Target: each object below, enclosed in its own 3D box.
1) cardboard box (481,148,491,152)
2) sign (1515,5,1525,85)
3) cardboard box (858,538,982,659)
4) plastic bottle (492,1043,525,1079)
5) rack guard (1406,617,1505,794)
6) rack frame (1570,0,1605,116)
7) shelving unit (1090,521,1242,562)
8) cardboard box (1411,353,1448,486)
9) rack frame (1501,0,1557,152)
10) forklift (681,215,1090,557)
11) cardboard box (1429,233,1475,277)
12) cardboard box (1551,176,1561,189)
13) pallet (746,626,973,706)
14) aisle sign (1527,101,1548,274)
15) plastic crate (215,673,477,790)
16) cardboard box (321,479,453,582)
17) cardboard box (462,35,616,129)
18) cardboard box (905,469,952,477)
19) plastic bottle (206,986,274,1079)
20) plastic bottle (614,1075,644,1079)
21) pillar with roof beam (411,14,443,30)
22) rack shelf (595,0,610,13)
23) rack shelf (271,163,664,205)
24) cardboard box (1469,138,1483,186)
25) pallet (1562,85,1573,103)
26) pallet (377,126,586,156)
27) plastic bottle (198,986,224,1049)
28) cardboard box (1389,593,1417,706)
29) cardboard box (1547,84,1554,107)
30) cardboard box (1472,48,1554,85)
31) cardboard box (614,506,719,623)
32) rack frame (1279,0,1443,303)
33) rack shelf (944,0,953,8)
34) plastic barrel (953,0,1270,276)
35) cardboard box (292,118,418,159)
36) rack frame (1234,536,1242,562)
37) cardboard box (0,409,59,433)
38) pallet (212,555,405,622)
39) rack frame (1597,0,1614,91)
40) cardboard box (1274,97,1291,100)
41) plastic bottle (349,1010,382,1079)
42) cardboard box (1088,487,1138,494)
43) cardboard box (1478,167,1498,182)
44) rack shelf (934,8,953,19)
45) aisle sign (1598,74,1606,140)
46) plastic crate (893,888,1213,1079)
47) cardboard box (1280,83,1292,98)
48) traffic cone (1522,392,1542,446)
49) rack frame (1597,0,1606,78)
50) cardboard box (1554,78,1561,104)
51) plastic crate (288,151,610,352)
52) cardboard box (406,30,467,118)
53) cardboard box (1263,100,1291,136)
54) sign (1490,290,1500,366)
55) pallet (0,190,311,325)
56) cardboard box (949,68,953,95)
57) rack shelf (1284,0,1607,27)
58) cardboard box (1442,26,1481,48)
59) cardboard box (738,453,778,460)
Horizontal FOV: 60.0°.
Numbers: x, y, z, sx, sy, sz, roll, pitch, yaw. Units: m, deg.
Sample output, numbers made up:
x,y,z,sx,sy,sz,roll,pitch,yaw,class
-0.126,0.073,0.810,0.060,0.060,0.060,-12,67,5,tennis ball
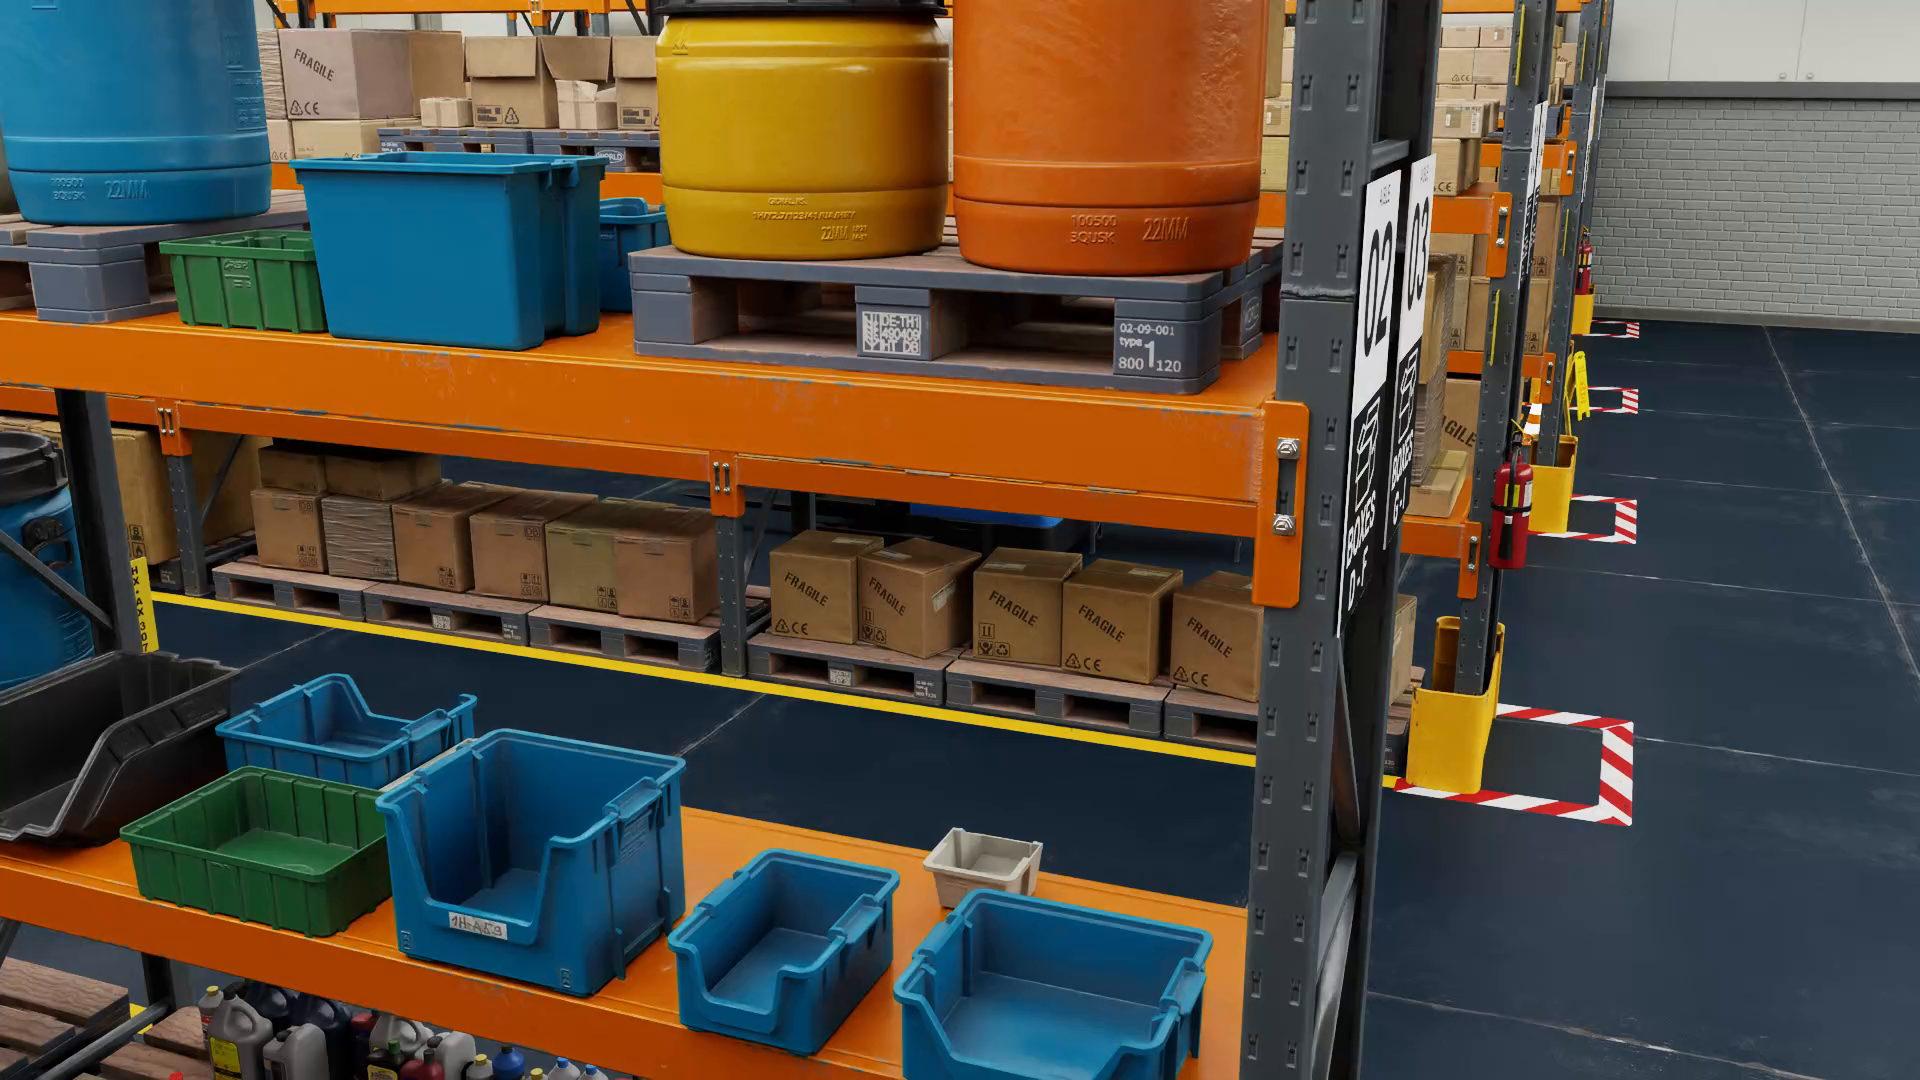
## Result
x,y,z,sx,sy,sz,roll,pitch,yaw,class
-5.935,-4.733,21.125,0.500,0.500,0.500,6,17,20,cardboard box
2.379,-2.100,7.060,0.005,0.325,0.100,6,17,21,sign
-0.226,0.321,9.418,0.500,0.500,0.500,13,21,38,cardboard box
-1.388,1.675,5.129,0.097,0.271,0.097,0,16,0,plastic bottle
2.531,0.816,8.466,0.348,0.500,1.175,6,17,21,rack guard
4.515,-4.534,11.650,0.127,3.000,1.000,6,17,21,rack frame
1.485,-0.661,11.759,1.048,1.500,0.538,3,16,11,shelving unit
2.100,-0.631,8.253,0.500,0.500,0.875,6,17,21,cardboard box
2.602,-3.258,7.254,0.127,3.000,1.000,6,17,21,rack frame
-0.585,-1.473,11.990,3.031,2.935,1.130,6,17,21,forklift
3.639,-2.324,12.591,0.550,0.550,0.875,6,17,21,cardboard box
7.630,-4.557,21.147,0.250,0.149,0.380,7,17,21,cardboard box
-0.482,0.613,9.684,1.213,0.211,1.003,6,17,21,pallet
2.769,-1.696,7.974,0.004,0.787,0.394,6,17,21,aisle sign
-1.808,0.613,4.949,0.616,0.251,0.499,6,17,21,plastic crate
-3.689,-0.089,10.794,0.500,0.500,0.700,5,17,16,cardboard box
-2.397,-2.647,9.594,0.637,0.503,0.797,7,18,23,cardboard box
-0.106,-0.458,8.823,0.250,0.149,0.380,6,17,21,cardboard box
-2.285,1.588,5.285,0.185,0.351,0.144,6,17,21,plastic bottle
-0.992,1.707,4.996,0.133,0.283,0.061,7,17,22,plastic bottle
-10.586,-8.145,24.090,0.400,9.000,9.100,6,17,21,pillar with roof beam
-1.066,-4.610,13.920,4.000,0.370,1.077,6,17,21,rack shelf
-2.980,-2.085,9.887,4.000,0.370,1.077,6,17,21,rack shelf
2.248,-1.861,8.094,0.500,0.250,0.500,7,18,22,cardboard box
7.407,-5.712,21.246,1.213,0.211,1.003,6,17,21,pallet
-2.621,-2.332,9.783,1.003,0.211,1.213,6,17,21,pallet
-2.485,1.588,5.555,0.097,0.201,0.097,0,16,0,plastic bottle
2.027,0.554,8.616,0.500,0.500,0.500,10,19,31,cardboard box
4.082,-3.168,11.845,0.250,0.149,0.380,6,17,21,cardboard box
3.958,-3.391,11.898,0.500,0.250,0.500,7,17,21,cardboard box
-1.683,0.135,10.023,0.500,0.500,0.700,5,17,16,cardboard box
0.784,-1.973,2.829,0.127,3.000,1.000,6,17,21,rack frame
0.656,-5.904,18.378,4.000,0.370,1.077,6,17,21,rack shelf
0.286,-0.957,3.187,0.708,0.830,0.600,6,17,21,plastic barrel
-3.537,-2.347,9.765,0.500,0.250,0.500,7,17,22,cardboard box
1.984,-0.633,11.663,0.032,1.500,0.500,3,16,11,rack frame
-6.301,-0.545,11.730,0.875,0.875,1.225,6,17,21,cardboard box
-4.114,0.225,11.022,1.213,0.211,1.003,6,17,21,pallet
8.056,-7.116,20.543,0.127,3.000,1.000,6,17,21,rack frame
1.717,-2.117,8.258,0.250,0.149,0.380,7,18,23,cardboard box
-1.887,1.609,5.335,0.133,0.283,0.061,8,18,24,plastic bottle
0.827,-0.358,8.476,0.250,0.149,0.380,6,17,21,cardboard box
5.214,-3.667,16.919,0.500,0.500,0.700,6,17,21,cardboard box
-1.247,-7.601,24.223,4.000,0.370,1.077,6,17,21,rack shelf
8.009,-5.400,20.732,0.004,0.787,0.394,6,17,21,aisle sign
0.209,1.006,3.596,0.616,0.251,0.499,6,17,21,plastic crate
2.423,-3.350,12.472,0.250,0.149,0.380,7,17,21,cardboard box
5.273,-1.115,15.185,0.334,0.463,0.336,6,17,21,traffic cone
6.238,-5.828,16.107,0.127,3.000,1.000,6,17,21,rack frame
5.663,-4.441,16.445,0.500,0.250,0.500,6,17,20,cardboard box
-1.100,-0.642,3.653,0.575,0.384,0.392,6,17,21,plastic crate
-3.369,-2.835,10.104,0.500,0.500,0.500,7,17,22,cardboard box
1.493,-1.960,7.719,0.250,0.149,0.380,6,17,21,cardboard box
2.379,-0.943,7.396,0.005,0.325,0.100,6,17,21,sign
-2.230,-0.803,4.516,1.003,0.211,1.213,6,17,21,pallet
0.079,-3.711,13.532,0.500,0.250,0.500,6,17,21,cardboard box
6.195,-6.783,21.404,4.000,0.370,1.077,6,17,21,rack shelf
3.607,-3.604,11.914,0.250,0.149,0.380,7,17,22,cardboard box
-1.030,-0.565,9.191,0.250,0.149,0.380,6,17,21,cardboard box
